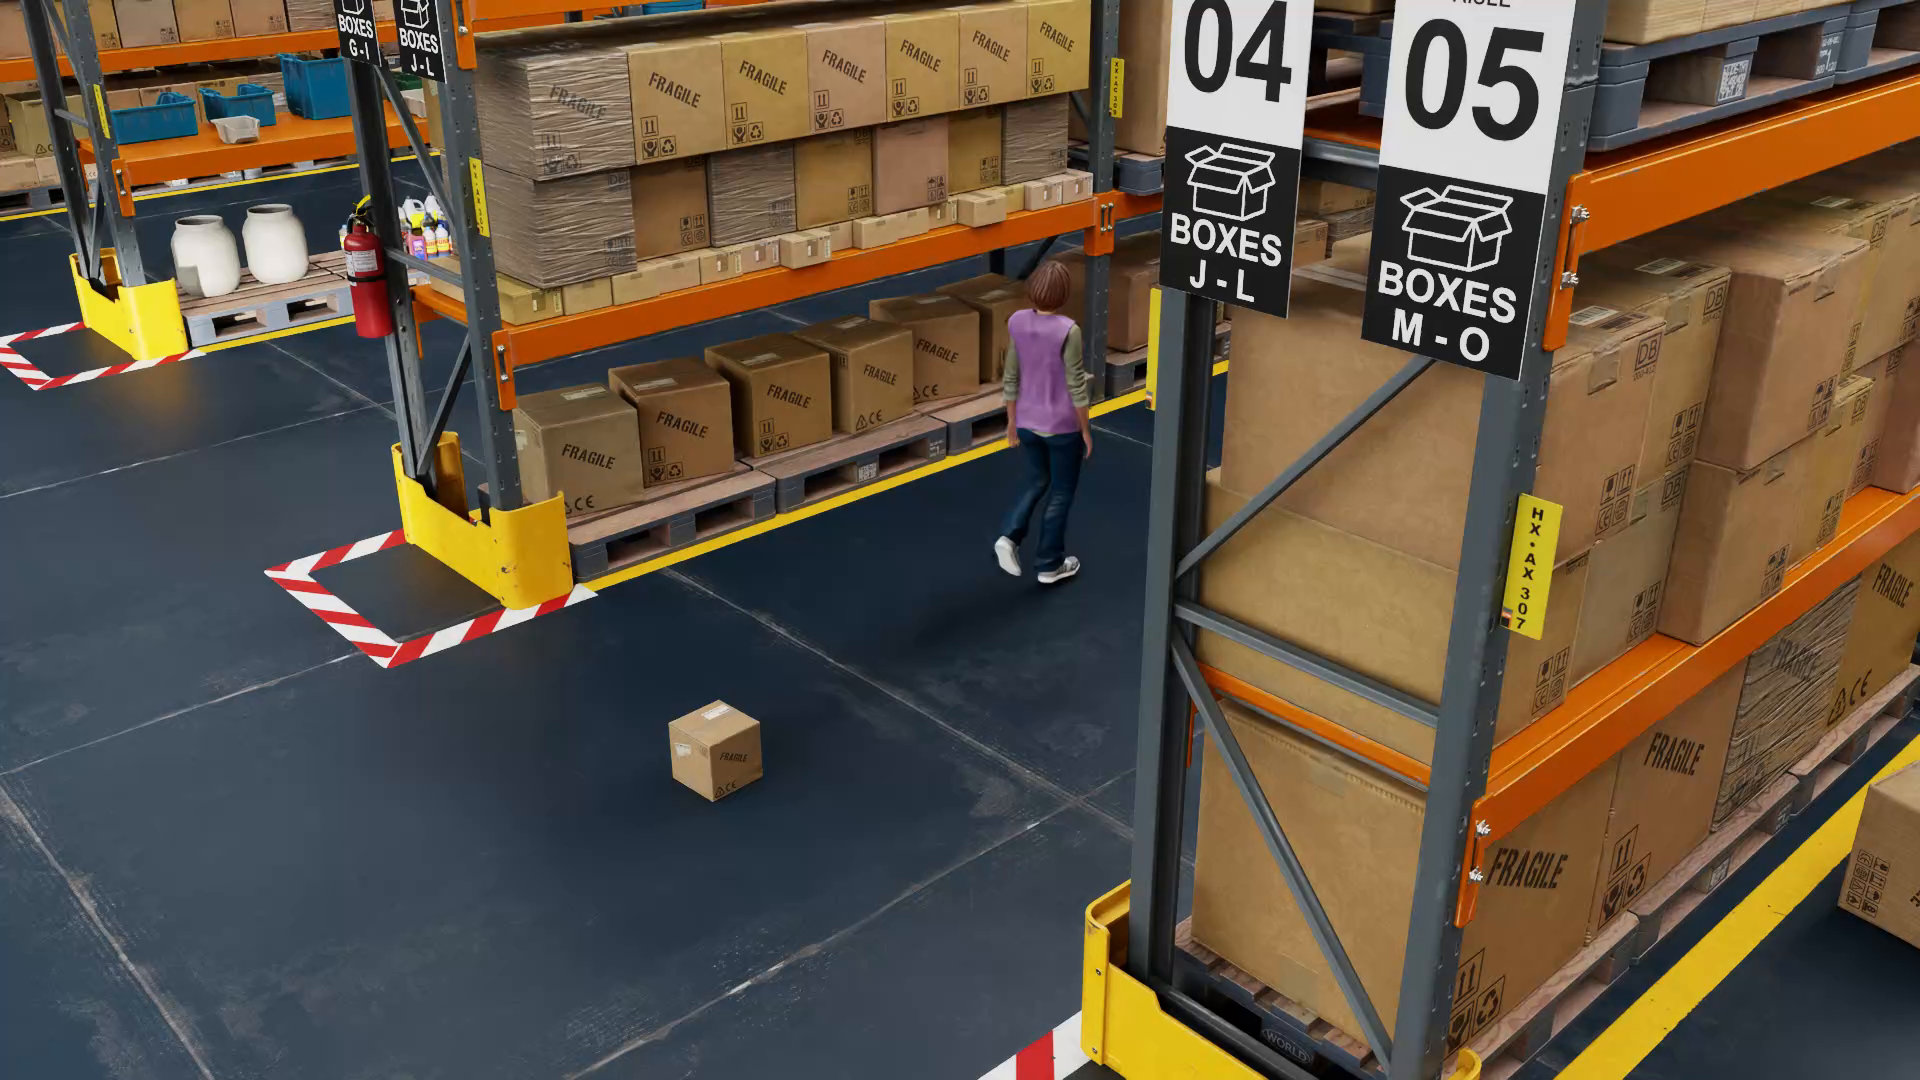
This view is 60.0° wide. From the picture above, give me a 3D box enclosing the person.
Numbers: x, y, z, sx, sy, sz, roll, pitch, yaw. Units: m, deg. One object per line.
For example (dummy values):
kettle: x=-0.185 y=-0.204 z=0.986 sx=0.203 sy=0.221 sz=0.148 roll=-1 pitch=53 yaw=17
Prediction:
person: x=0.399 y=-0.419 z=7.748 sx=0.349 sy=1.356 sz=0.460 roll=18 pitch=30 yaw=34
